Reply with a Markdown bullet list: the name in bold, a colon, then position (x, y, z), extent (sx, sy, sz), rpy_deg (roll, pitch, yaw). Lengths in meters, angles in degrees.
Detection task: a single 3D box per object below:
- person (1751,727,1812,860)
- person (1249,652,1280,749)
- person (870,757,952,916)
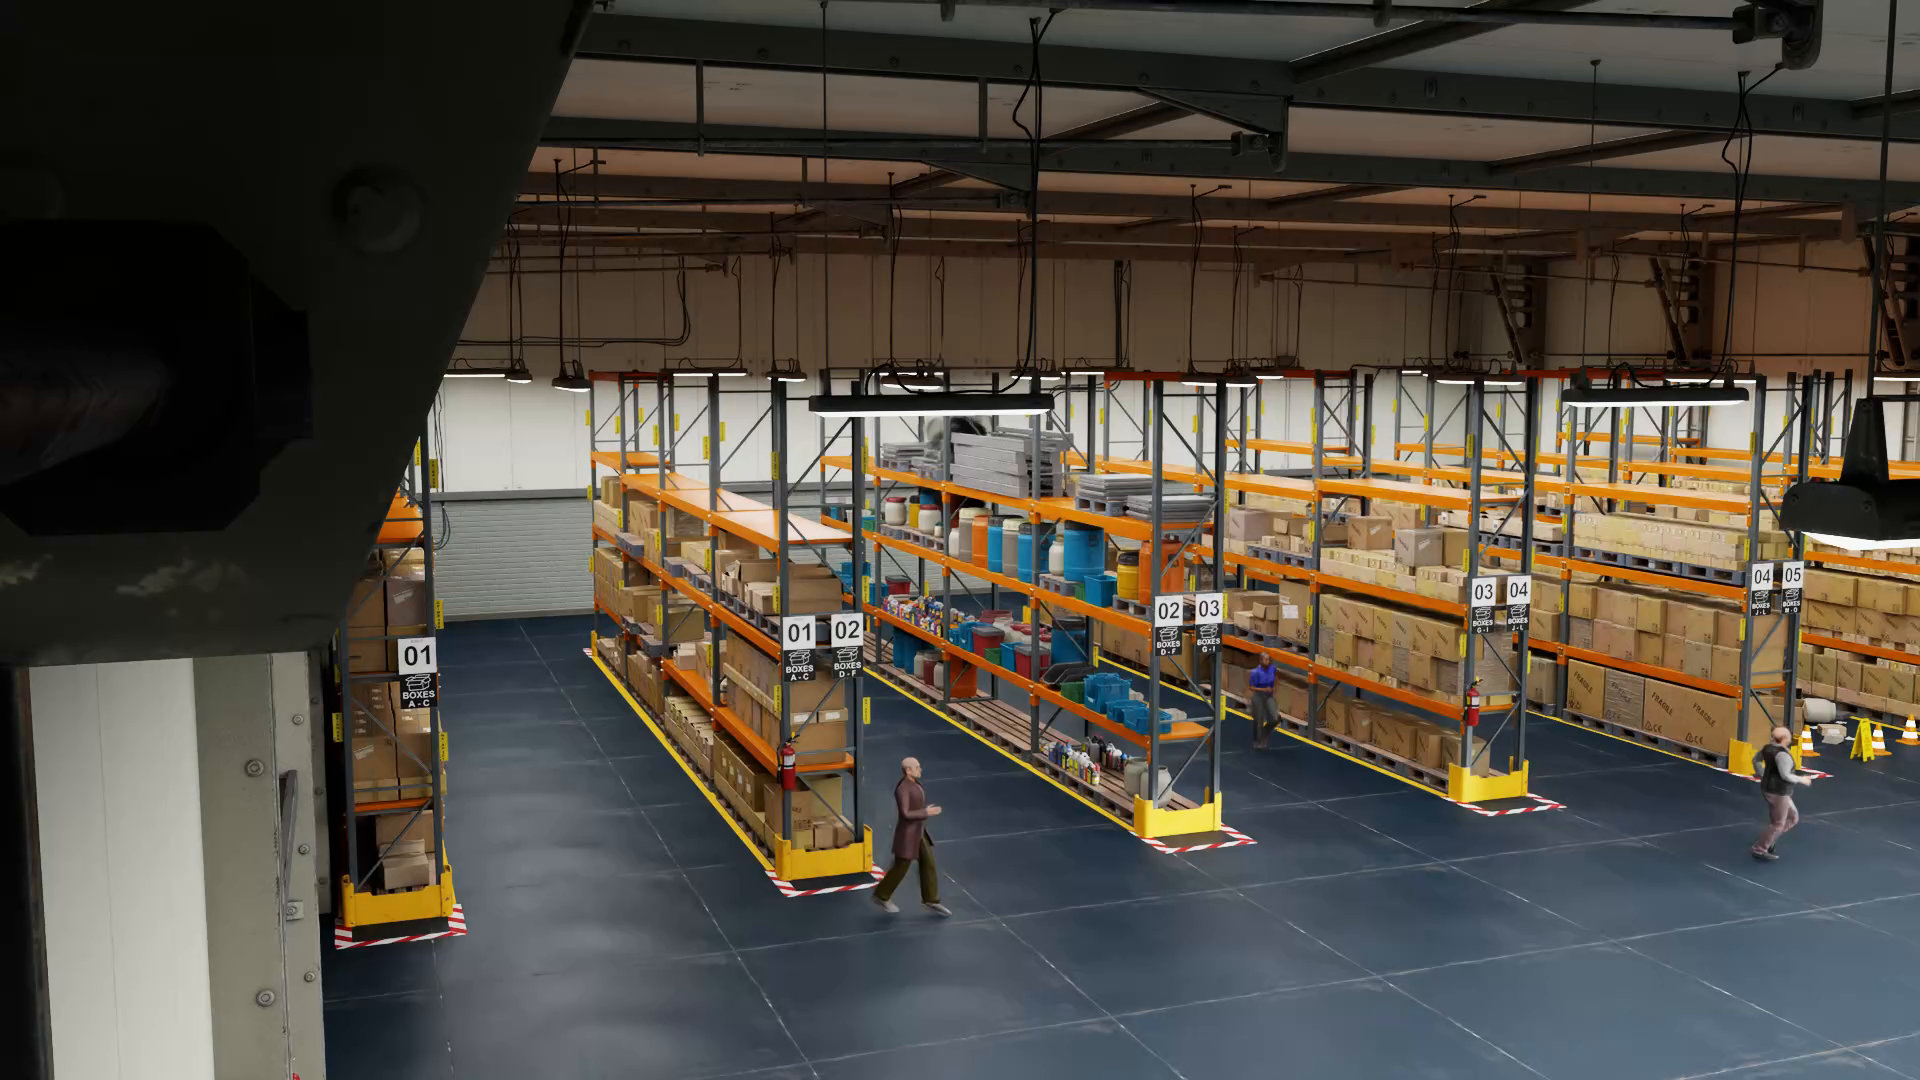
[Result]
- **person**: position (10.263, 3.169, 20.778), extent (0.639, 1.693, 0.662), rpy_deg (1, 6, 11)
- **person**: position (4.859, 2.564, 26.455), extent (0.610, 1.604, 0.758), rpy_deg (-2, 7, -18)
- **person**: position (-0.553, 3.334, 18.735), extent (0.934, 1.805, 0.706), rpy_deg (2, 7, 16)
